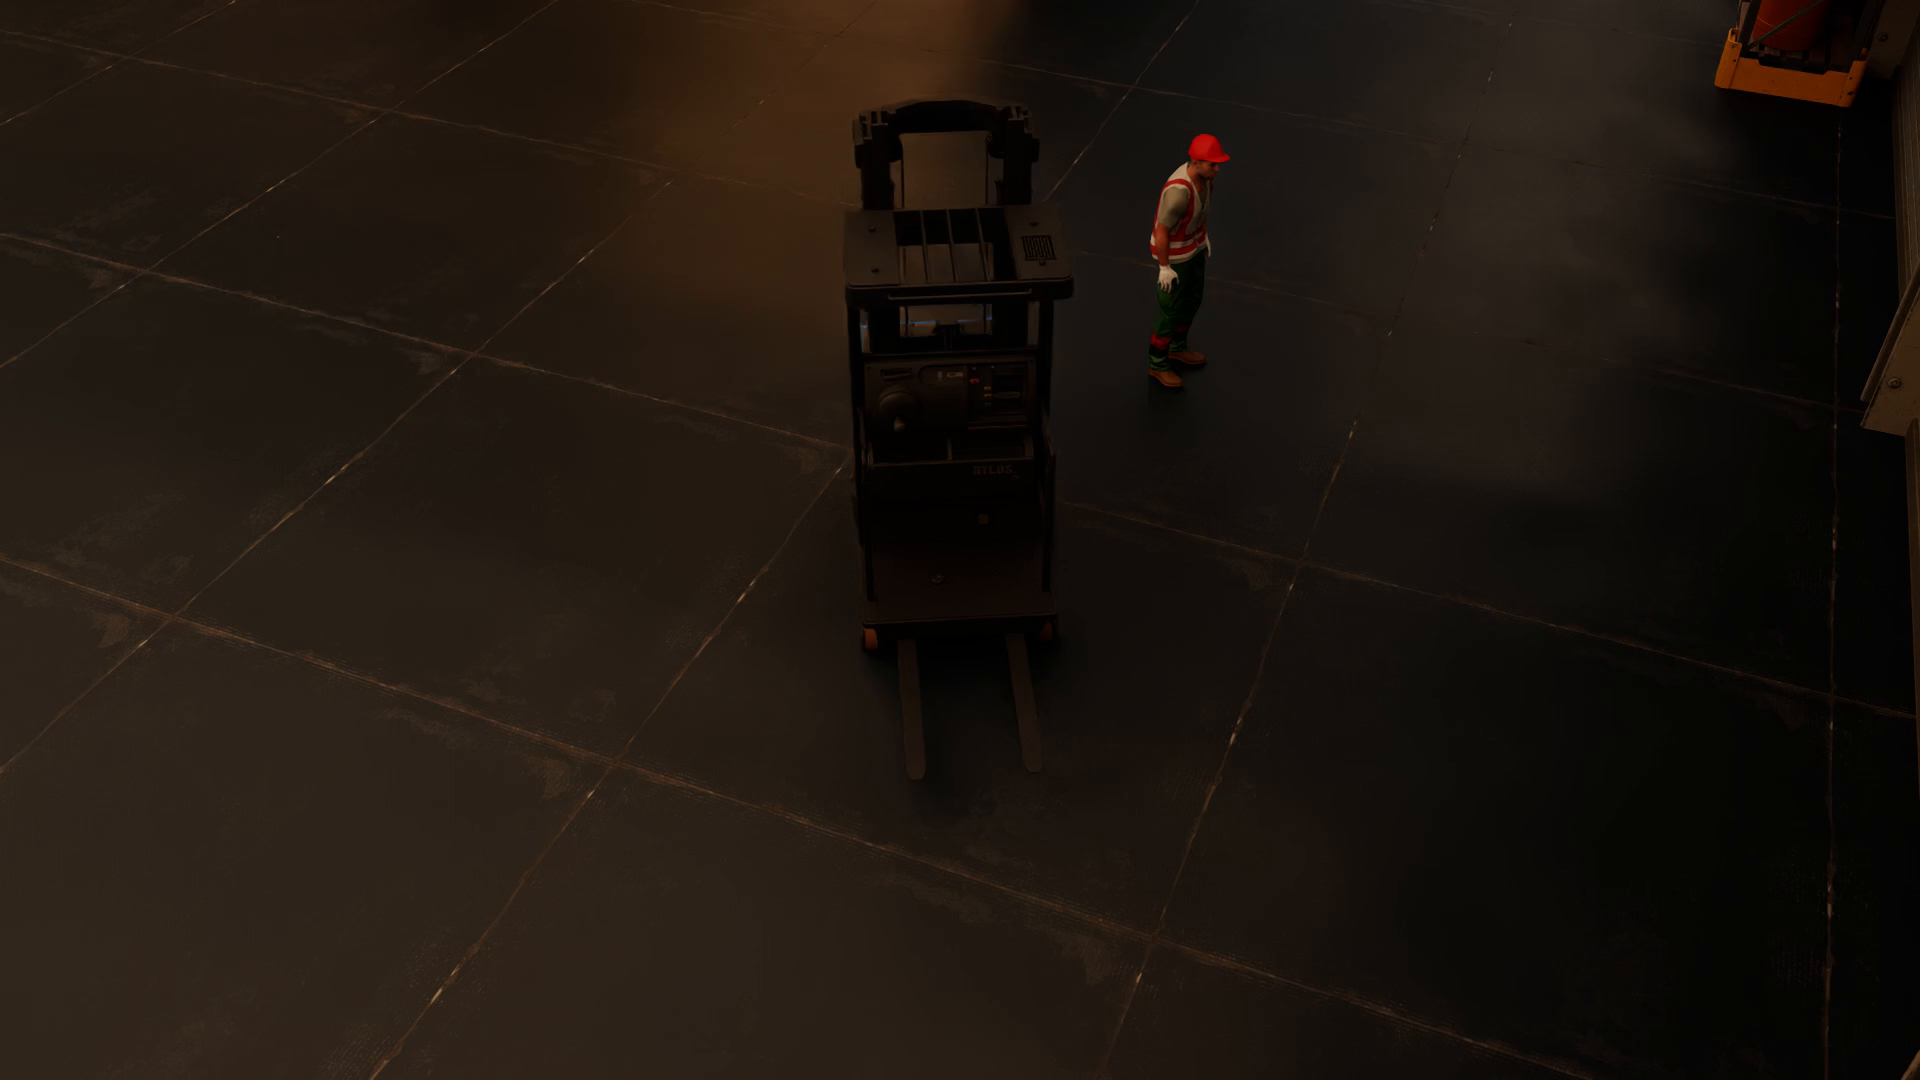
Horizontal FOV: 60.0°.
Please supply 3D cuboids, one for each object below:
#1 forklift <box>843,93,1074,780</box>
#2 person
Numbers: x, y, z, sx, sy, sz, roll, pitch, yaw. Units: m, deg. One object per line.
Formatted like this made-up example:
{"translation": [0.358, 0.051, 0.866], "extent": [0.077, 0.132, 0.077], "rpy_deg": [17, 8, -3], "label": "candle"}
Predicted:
{"translation": [-0.031, -0.715, 8.861], "extent": [1.130, 2.935, 3.031], "rpy_deg": [-3, 40, -3], "label": "forklift"}
{"translation": [1.515, -1.907, 11.186], "extent": [0.451, 1.777, 0.618], "rpy_deg": [25, 46, 26], "label": "person"}
